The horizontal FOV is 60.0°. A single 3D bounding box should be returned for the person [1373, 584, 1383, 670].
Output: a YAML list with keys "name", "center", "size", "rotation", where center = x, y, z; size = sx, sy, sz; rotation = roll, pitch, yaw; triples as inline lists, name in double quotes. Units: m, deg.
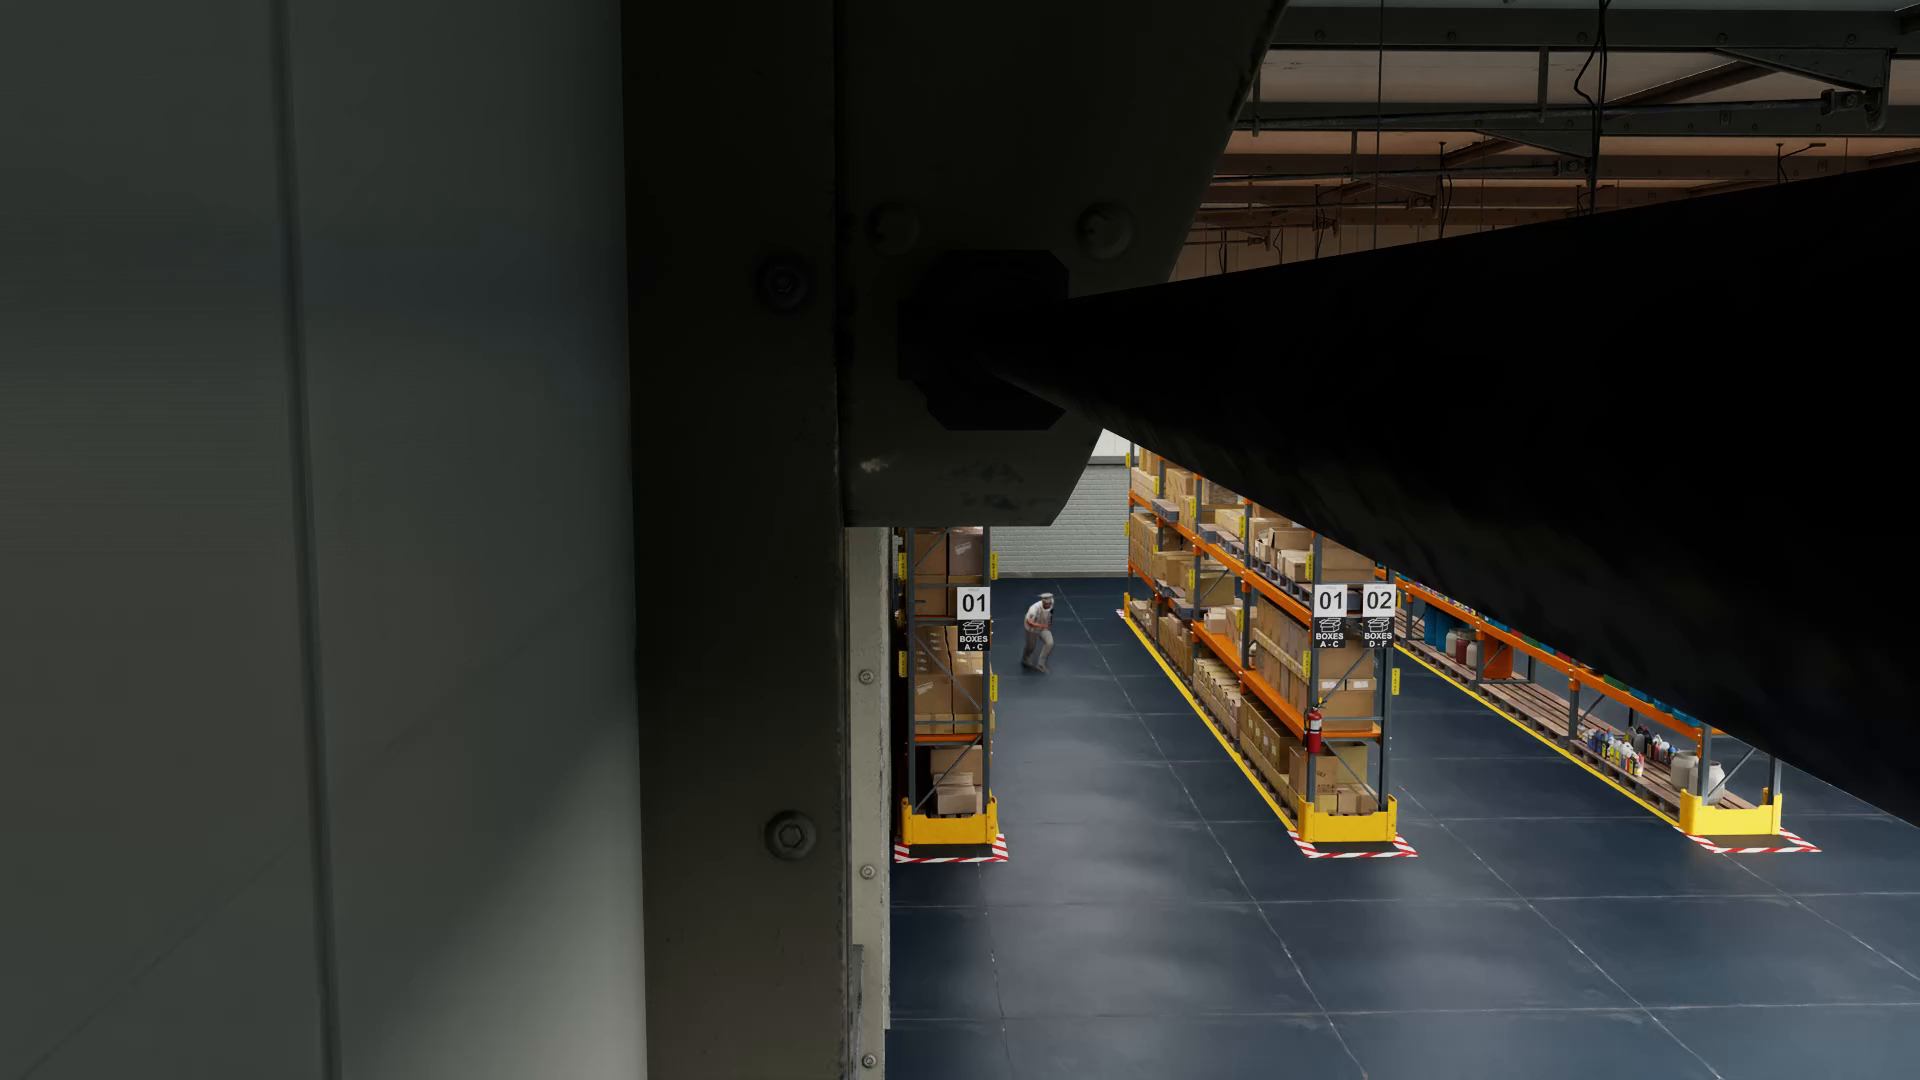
- name: "person"
  center: [7.768, 1.598, 30.803]
  size: [0.506, 1.608, 0.670]
  rotation: [0, 7, -1]

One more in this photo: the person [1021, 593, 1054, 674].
- name: "person"
  center: [1.388, 1.679, 30.711]
  size: [0.658, 1.536, 1.171]
  rotation: [-4, 8, -28]
